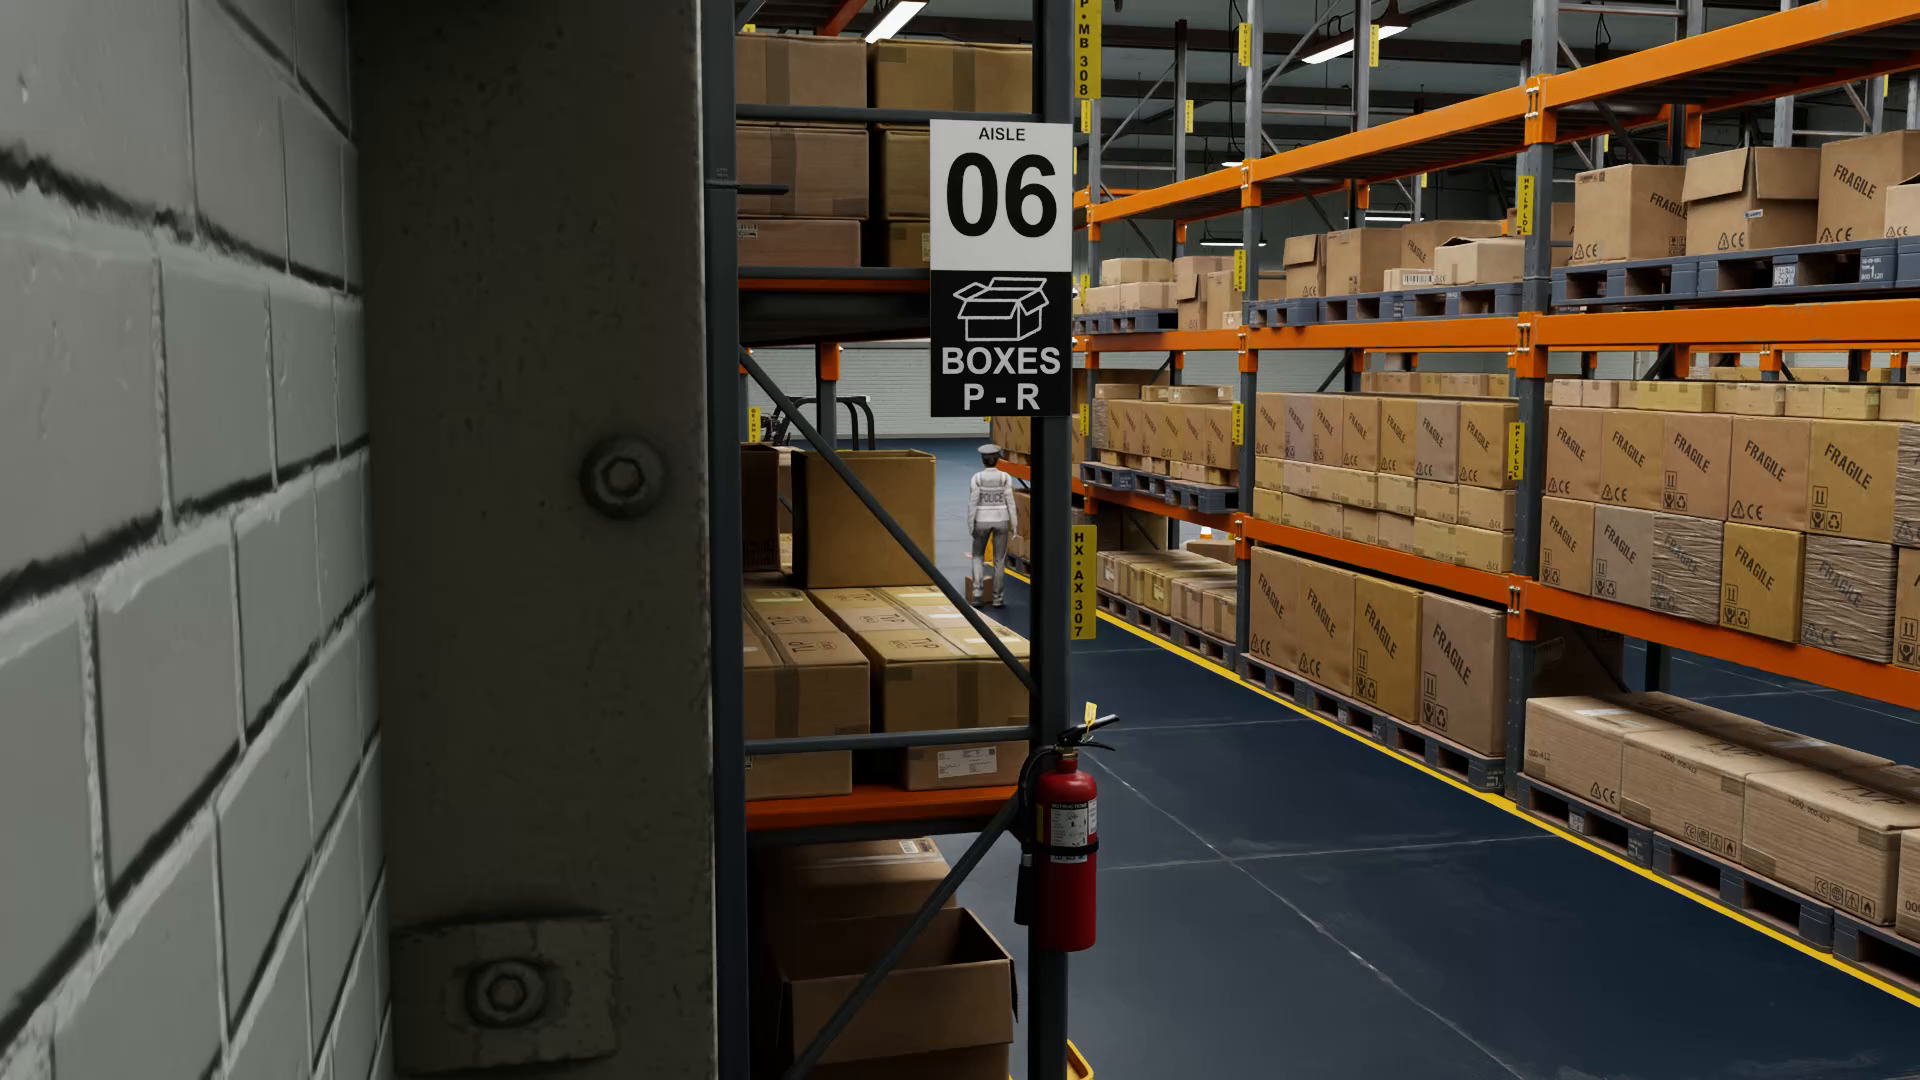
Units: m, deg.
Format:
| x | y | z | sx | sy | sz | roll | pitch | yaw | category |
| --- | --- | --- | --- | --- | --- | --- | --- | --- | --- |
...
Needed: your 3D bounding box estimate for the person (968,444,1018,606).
| x | y | z | sx | sy | sz | roll | pitch | yaw | category |
| --- | --- | --- | --- | --- | --- | --- | --- | --- | --- |
| 0.339 | -0.133 | 17.186 | 0.517 | 1.712 | 0.379 | 0 | 6 | 1 | person |
